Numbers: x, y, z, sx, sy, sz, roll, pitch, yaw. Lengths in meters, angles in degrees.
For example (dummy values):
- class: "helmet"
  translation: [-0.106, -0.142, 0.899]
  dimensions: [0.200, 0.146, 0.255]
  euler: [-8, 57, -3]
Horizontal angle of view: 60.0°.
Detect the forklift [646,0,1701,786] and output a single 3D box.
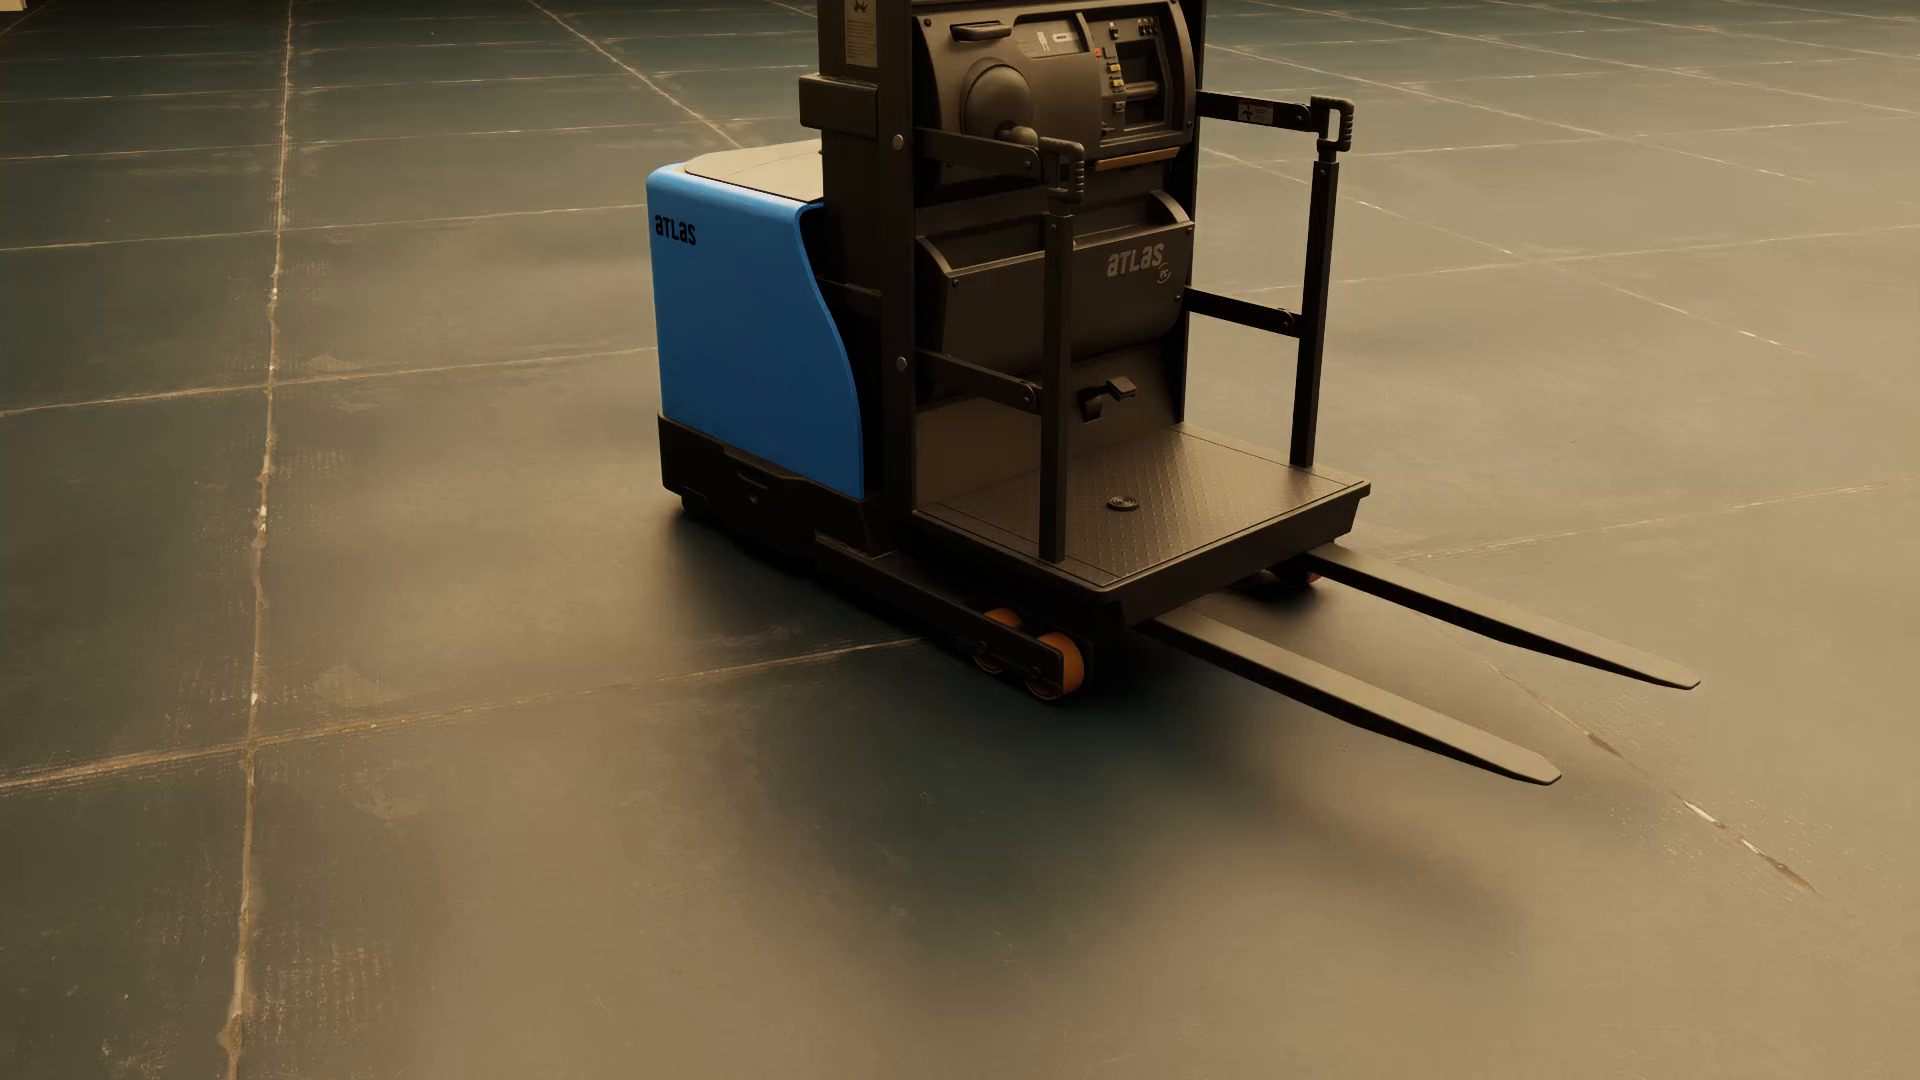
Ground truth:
- class: "forklift"
  translation: [0.409, -1.176, 4.096]
  dimensions: [1.130, 2.935, 3.031]
  euler: [-19, 30, -38]
